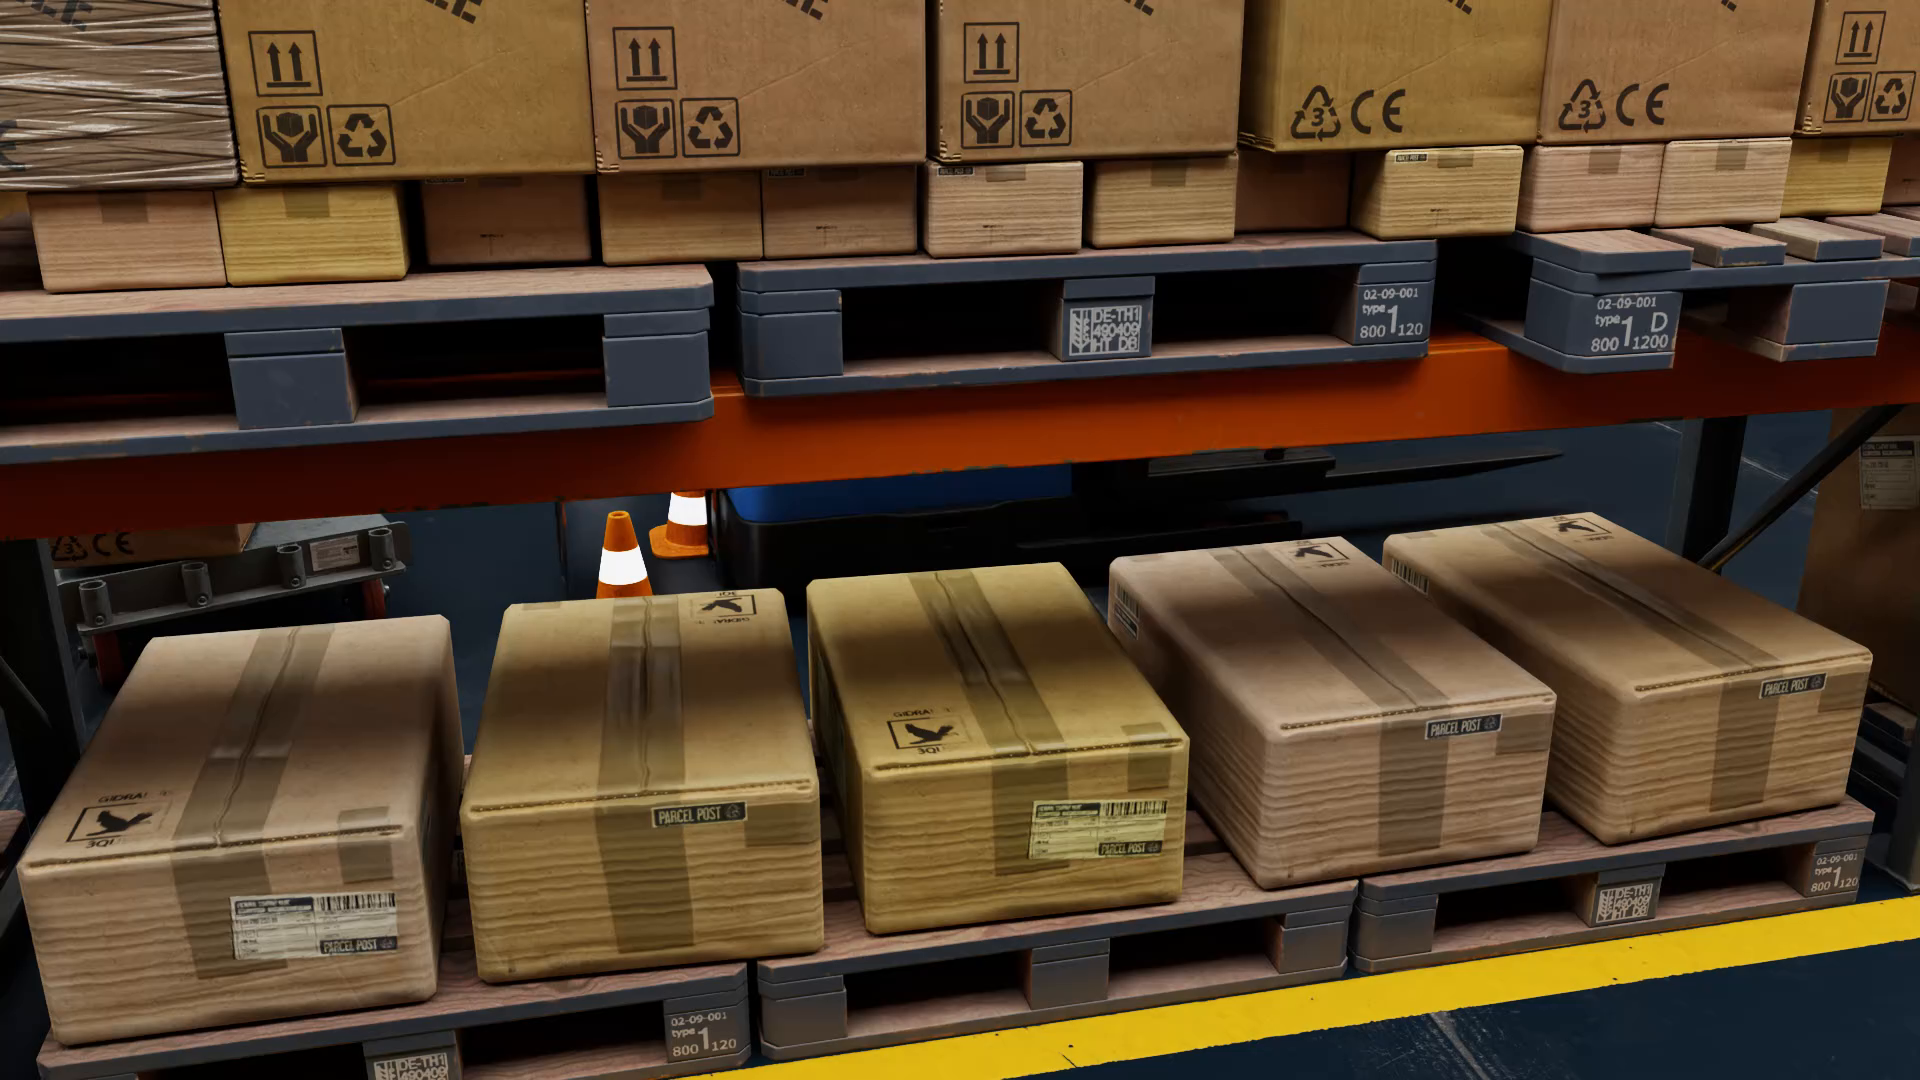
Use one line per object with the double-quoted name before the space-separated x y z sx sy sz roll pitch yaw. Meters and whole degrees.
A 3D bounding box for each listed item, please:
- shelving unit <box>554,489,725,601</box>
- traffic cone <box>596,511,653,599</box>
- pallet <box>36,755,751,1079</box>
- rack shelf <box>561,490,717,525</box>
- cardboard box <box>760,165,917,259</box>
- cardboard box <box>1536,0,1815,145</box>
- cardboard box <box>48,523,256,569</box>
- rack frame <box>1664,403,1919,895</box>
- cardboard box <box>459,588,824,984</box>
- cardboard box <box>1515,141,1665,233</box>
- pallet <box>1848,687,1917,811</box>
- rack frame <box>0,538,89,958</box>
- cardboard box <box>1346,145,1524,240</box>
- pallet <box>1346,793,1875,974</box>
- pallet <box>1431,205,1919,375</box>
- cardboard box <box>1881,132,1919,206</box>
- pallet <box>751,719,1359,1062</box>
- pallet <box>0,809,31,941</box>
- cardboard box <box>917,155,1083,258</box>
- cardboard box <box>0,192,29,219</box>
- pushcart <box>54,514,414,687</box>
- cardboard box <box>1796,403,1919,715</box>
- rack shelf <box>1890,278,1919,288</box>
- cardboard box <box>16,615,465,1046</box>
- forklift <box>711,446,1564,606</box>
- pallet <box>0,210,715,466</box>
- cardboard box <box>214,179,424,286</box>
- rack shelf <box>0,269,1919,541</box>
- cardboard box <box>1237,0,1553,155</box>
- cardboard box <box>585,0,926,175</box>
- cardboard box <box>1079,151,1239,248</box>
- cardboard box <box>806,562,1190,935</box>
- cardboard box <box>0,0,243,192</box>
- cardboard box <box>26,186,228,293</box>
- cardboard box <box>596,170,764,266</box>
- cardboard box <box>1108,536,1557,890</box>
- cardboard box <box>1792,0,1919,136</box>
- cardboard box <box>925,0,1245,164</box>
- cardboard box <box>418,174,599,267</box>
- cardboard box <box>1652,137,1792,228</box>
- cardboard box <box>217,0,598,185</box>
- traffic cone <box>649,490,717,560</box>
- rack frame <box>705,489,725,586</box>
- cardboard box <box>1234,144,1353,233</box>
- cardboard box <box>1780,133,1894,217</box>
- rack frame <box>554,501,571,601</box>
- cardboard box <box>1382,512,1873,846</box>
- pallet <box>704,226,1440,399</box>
"shelving unit" -1.041 -0.428 5.240 0.503 1.200 0.258 -6 21 -16
"traffic cone" -0.962 0.145 4.746 0.334 0.463 0.336 -5 21 -12
"pallet" -1.089 0.768 3.412 1.213 0.211 1.003 -5 21 -12
"rack shelf" -1.041 -0.179 5.331 0.480 0.148 0.258 -6 21 -16
"cardboard box" -0.232 -0.587 2.810 0.250 0.149 0.380 -4 21 -12
"cardboard box" 1.167 -1.006 3.012 0.500 0.500 0.500 -5 21 -13
"cardboard box" -2.285 -0.255 4.682 0.500 0.500 0.500 -5 21 -12
"rack frame" 2.046 -0.796 3.627 0.127 3.000 1.000 -5 21 -12
"cardboard box" -0.638 0.457 3.416 0.625 0.372 0.950 -3 20 -9
"cardboard box" 1.055 -0.673 3.045 0.250 0.149 0.380 -6 21 -15
"pallet" 2.831 0.476 4.208 1.213 0.211 1.003 -5 21 -12
"rack frame" -1.847 -0.479 2.762 0.127 3.000 1.000 -5 21 -12
"cardboard box" 0.791 -0.646 2.973 0.250 0.149 0.380 -4 21 -12
"pallet" 1.285 0.575 3.939 1.213 0.211 1.003 -5 21 -12
"pallet" 1.377 -0.614 3.408 1.003 0.211 1.213 -5 21 -12
"cardboard box" 1.781 -0.770 3.312 0.250 0.149 0.380 -4 20 -10
"pallet" 0.100 0.670 3.678 1.213 0.211 1.003 -5 21 -12
"pallet" -2.492 0.895 3.065 1.213 0.211 1.003 -5 21 -12
"cardboard box" 0.039 -0.590 2.820 0.250 0.149 0.380 -4 20 -10
"cardboard box" -3.712 -1.301 7.485 0.875 0.875 0.875 -4 21 -12
"pushcart" -2.420 -0.007 5.286 0.936 0.377 1.648 -13 24 -31
"cardboard box" 2.737 -0.022 3.993 0.875 0.875 0.875 -5 21 -13
"rack shelf" 3.992 -0.616 4.182 4.000 0.370 1.077 -5 21 -12
"cardboard box" -1.337 0.515 3.258 0.625 0.372 0.950 -4 21 -12
"forklift" 0.643 -1.442 5.489 3.031 2.935 1.130 -6 21 -15
"pallet" -1.069 -0.401 2.828 1.213 0.211 1.003 -5 21 -12
"cardboard box" -0.991 -0.513 2.610 0.250 0.149 0.380 -4 21 -11
"rack shelf" 0.100 -0.300 3.318 4.000 0.370 1.077 -5 21 -12
"cardboard box" 0.676 -0.966 2.902 0.500 0.500 0.500 -6 21 -16
"cardboard box" -0.353 -0.879 2.664 0.500 0.500 0.500 -5 21 -13
"cardboard box" 0.292 -0.621 2.905 0.250 0.149 0.380 -5 21 -14
"cardboard box" 0.038 0.401 3.568 0.625 0.372 0.950 -4 20 -11
"cardboard box" -1.324 -0.804 2.461 0.500 0.500 0.500 -4 21 -11
"cardboard box" -1.236 -0.497 2.564 0.250 0.149 0.380 -4 21 -12
"cardboard box" -0.473 -0.568 2.758 0.250 0.149 0.380 -4 21 -12
"cardboard box" 0.778 0.343 3.727 0.625 0.372 0.950 -5 21 -14
"cardboard box" 1.668 -1.051 3.134 0.500 0.500 0.500 -5 21 -14
"cardboard box" 0.145 -0.923 2.785 0.500 0.500 0.500 -6 21 -15
"cardboard box" -0.733 -0.561 2.741 0.250 0.149 0.380 -3 20 -9
"cardboard box" 1.302 -0.690 3.092 0.250 0.149 0.380 -5 21 -13
"cardboard box" -0.837 -0.844 2.570 0.500 0.500 0.500 -5 21 -12
"traffic cone" -0.910 -0.213 5.722 0.334 0.463 0.336 -5 21 -12
"rack frame" -0.807 -0.453 5.306 0.015 1.200 0.240 -6 21 -16
"cardboard box" 0.517 -0.669 3.034 0.250 0.149 0.380 -4 21 -12
"cardboard box" 1.537 -0.725 3.188 0.250 0.149 0.380 -4 21 -12
"rack frame" -1.275 -0.404 5.174 0.015 1.200 0.240 -6 21 -16
"cardboard box" 1.494 0.282 3.893 0.625 0.372 0.950 -6 21 -16
"pallet" 0.129 -0.536 3.194 1.213 0.211 1.003 -5 21 -12
